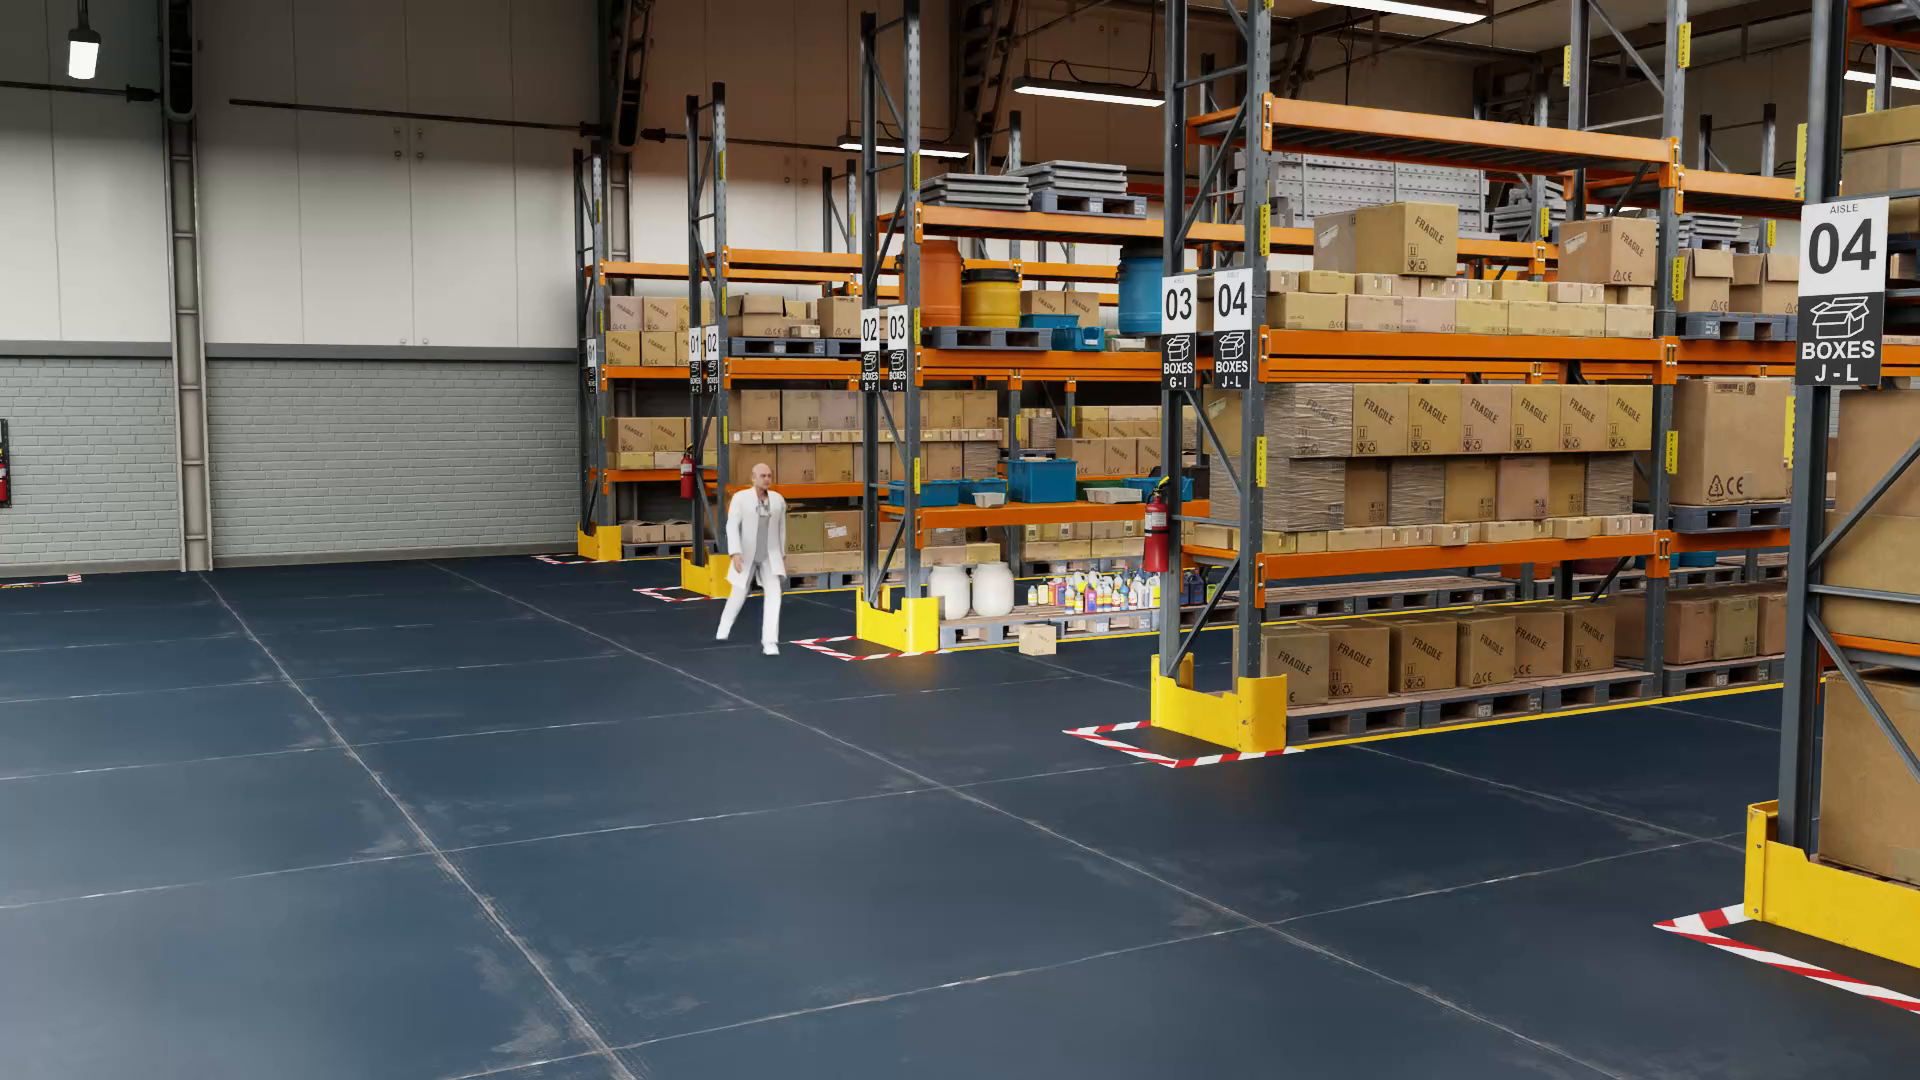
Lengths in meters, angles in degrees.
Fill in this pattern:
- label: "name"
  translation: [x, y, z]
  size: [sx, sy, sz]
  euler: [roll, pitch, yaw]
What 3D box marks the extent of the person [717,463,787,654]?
- label: "person"
  translation: [-1.905, 0.151, 15.426]
  size: [0.614, 1.730, 1.100]
  euler: [-2, 5, -23]
